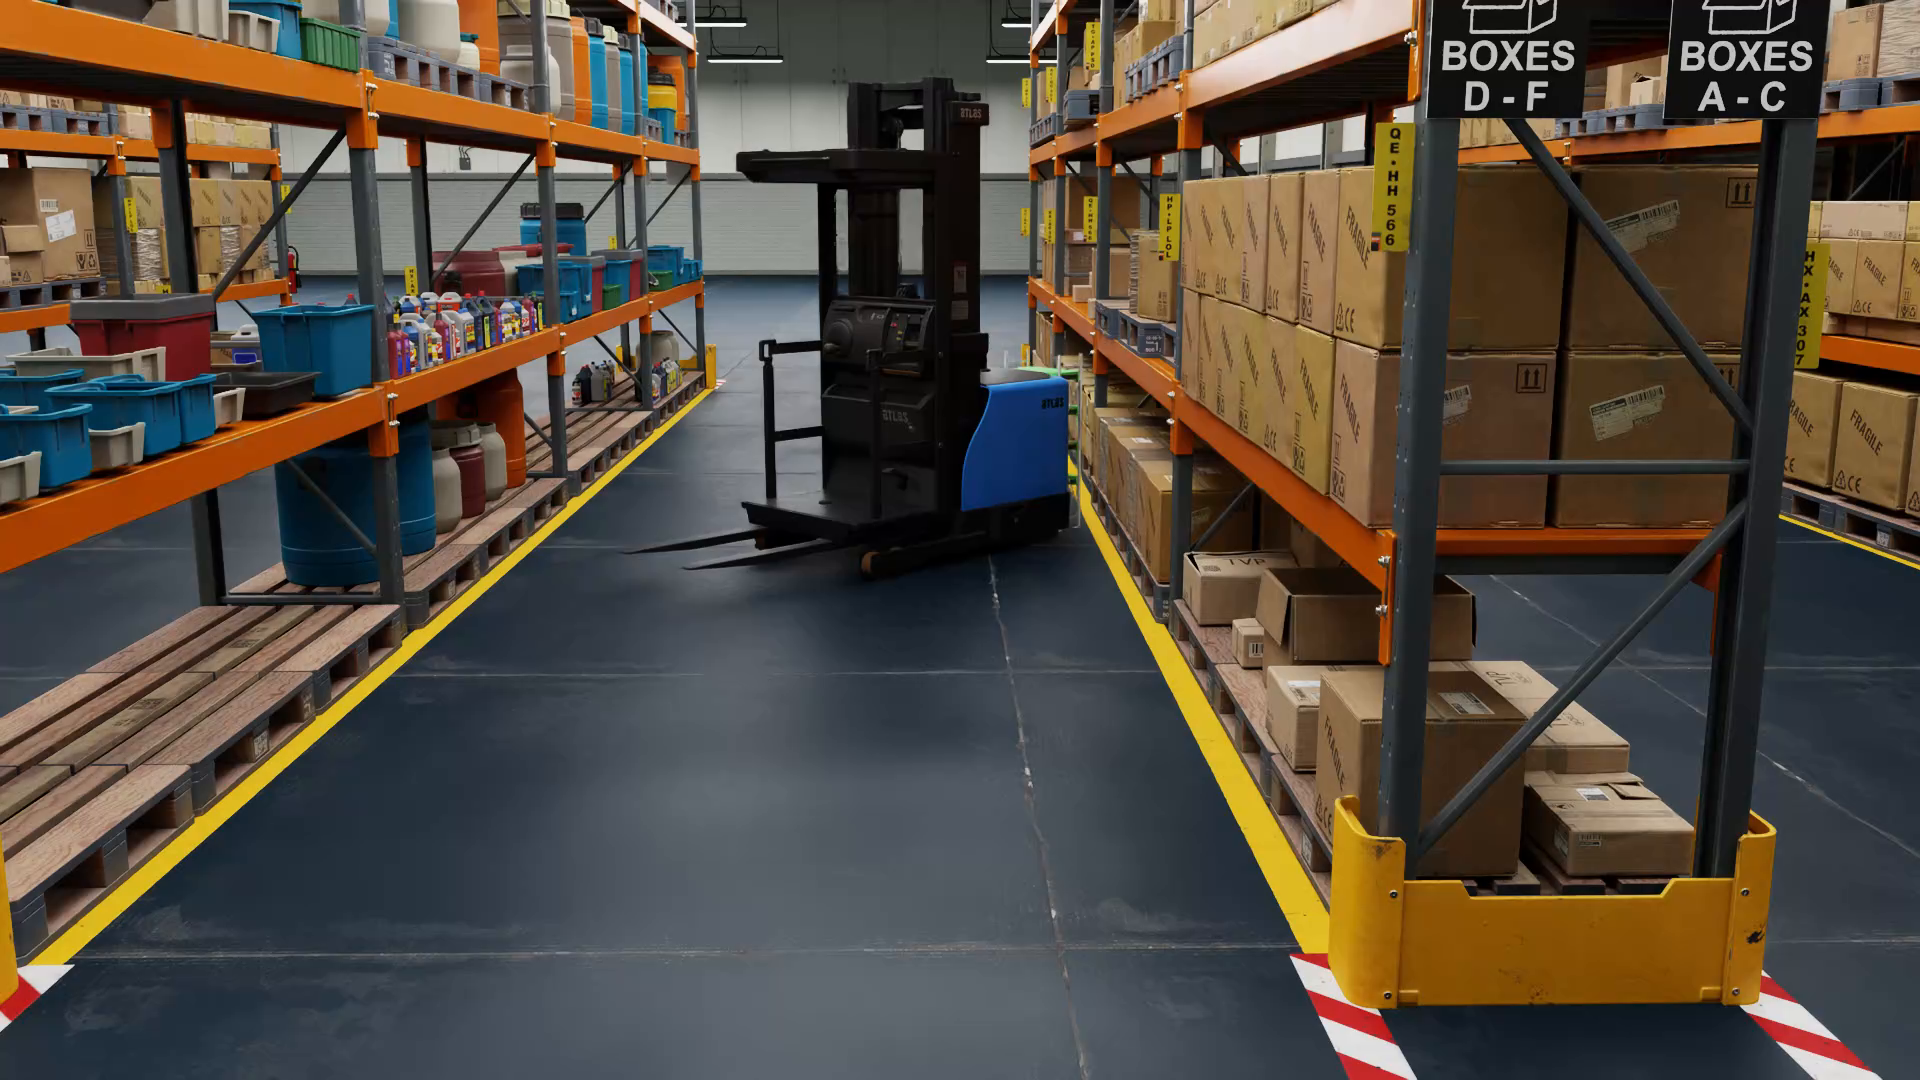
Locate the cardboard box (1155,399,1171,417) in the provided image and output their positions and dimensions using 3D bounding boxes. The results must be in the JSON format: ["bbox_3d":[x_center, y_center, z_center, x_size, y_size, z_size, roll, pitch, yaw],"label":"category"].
[{"bbox_3d":[1.790,-1.015,12.968,0.500,0.311,0.500,0,11,1],"label":"cardboard box"}]

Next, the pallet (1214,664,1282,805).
[{"bbox_3d":[1.632,0.765,6.759,1.003,0.211,1.213,0,11,-1],"label":"pallet"}]

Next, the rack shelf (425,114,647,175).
[{"bbox_3d":[-3.486,-3.272,13.909,1.077,0.370,4.000,0,11,-1],"label":"rack shelf"}]

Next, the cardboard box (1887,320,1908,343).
[{"bbox_3d":[6.290,-1.362,10.812,0.380,0.149,0.250,0,11,0],"label":"cardboard box"}]

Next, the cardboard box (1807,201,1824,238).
[{"bbox_3d":[6.212,-2.273,11.782,0.500,0.250,0.500,0,11,0],"label":"cardboard box"}]

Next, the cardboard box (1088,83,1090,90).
[{"bbox_3d":[1.428,-4.052,15.263,0.500,0.250,0.500,1,12,5],"label":"cardboard box"}]

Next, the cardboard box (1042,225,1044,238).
[{"bbox_3d":[1.147,-3.553,19.145,0.380,0.149,0.250,0,11,-1],"label":"cardboard box"}]

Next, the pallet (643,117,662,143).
[{"bbox_3d":[-3.640,-4.073,16.521,1.213,0.211,1.003,0,11,-1],"label":"pallet"}]

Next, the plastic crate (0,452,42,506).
[{"bbox_3d":[-2.879,-0.182,4.922,0.250,0.136,0.298,0,11,-1],"label":"plastic crate"}]

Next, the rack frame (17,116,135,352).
[{"bbox_3d":[-8.479,-2.532,15.995,1.000,3.000,0.127,0,11,-1],"label":"rack frame"}]

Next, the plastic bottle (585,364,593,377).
[{"bbox_3d":[-3.833,-1.635,17.128,0.144,0.351,0.185,-1,11,-4],"label":"plastic bottle"}]

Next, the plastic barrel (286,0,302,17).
[{"bbox_3d":[-3.584,-2.911,8.788,0.600,0.588,0.600,0,11,0],"label":"plastic barrel"}]

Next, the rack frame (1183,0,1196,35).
[{"bbox_3d":[1.590,-3.922,7.757,1.000,3.000,0.127,0,11,-1],"label":"rack frame"}]

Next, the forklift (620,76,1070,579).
[{"bbox_3d":[-0.663,-1.319,10.189,1.130,2.935,3.031,11,16,44],"label":"forklift"}]

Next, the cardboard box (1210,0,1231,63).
[{"bbox_3d":[1.359,-2.181,7.099,0.500,0.250,0.500,0,11,-1],"label":"cardboard box"}]

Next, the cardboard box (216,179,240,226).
[{"bbox_3d":[-8.280,-3.705,18.262,0.500,0.500,0.500,0,11,-1],"label":"cardboard box"}]

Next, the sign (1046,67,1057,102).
[{"bbox_3d":[0.870,-4.332,15.822,0.100,0.325,0.005,0,11,-1],"label":"sign"}]

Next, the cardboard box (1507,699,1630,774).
[{"bbox_3d":[1.935,0.737,5.692,0.500,0.250,0.500,0,11,-1],"label":"cardboard box"}]

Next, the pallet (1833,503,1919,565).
[{"bbox_3d":[6.423,-0.032,10.687,1.003,0.211,1.213,0,11,-1],"label":"pallet"}]

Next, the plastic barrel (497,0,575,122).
[{"bbox_3d":[-3.245,-3.637,12.637,0.600,0.901,0.600,0,11,0],"label":"plastic barrel"}]

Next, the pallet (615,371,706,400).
[{"bbox_3d":[-3.550,-1.804,19.422,1.003,0.211,1.213,0,11,-1],"label":"pallet"}]

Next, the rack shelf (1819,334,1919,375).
[{"bbox_3d":[6.502,-1.048,10.488,1.077,0.370,4.000,0,11,-1],"label":"rack shelf"}]

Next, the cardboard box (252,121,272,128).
[{"bbox_3d":[-8.244,-4.865,19.326,0.380,0.149,0.250,0,11,-1],"label":"cardboard box"}]

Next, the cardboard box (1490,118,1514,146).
[{"bbox_3d":[6.074,-4.533,18.012,0.500,0.500,0.500,0,11,2],"label":"cardboard box"}]

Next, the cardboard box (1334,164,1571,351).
[{"bbox_3d":[1.389,-0.813,4.755,0.500,0.500,0.500,0,11,-2],"label":"cardboard box"}]

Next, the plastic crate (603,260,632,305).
[{"bbox_3d":[-3.194,-2.326,15.022,0.392,0.384,0.575,0,11,-1],"label":"plastic crate"}]

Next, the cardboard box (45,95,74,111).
[{"bbox_3d":[-8.569,-4.165,15.182,0.797,0.503,0.637,-1,11,-4],"label":"cardboard box"}]

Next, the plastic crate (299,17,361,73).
[{"bbox_3d":[-3.051,-2.245,7.570,0.450,0.188,0.662,0,11,-1],"label":"plastic crate"}]

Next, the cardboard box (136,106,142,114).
[{"bbox_3d":[-8.251,-4.242,16.256,0.380,0.149,0.250,-1,11,-4],"label":"cardboard box"}]

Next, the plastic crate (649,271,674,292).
[{"bbox_3d":[-3.273,-2.719,17.452,0.450,0.188,0.662,0,11,-1],"label":"plastic crate"}]

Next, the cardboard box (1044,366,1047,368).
[{"bbox_3d":[1.171,-1.720,17.853,0.500,0.250,0.500,0,11,-1],"label":"cardboard box"}]

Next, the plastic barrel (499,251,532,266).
[{"bbox_3d":[-3.688,-2.099,13.581,0.421,0.512,0.421,0,11,0],"label":"plastic barrel"}]

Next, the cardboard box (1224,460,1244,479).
[{"bbox_3d":[1.802,-0.175,9.559,0.500,0.500,0.500,0,11,0],"label":"cardboard box"}]

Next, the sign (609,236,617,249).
[{"bbox_3d":[-4.160,-3.482,19.980,0.100,0.325,0.005,0,11,-1],"label":"sign"}]

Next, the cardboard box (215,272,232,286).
[{"bbox_3d":[-8.214,-2.850,18.197,0.380,0.149,0.250,0,11,-1],"label":"cardboard box"}]

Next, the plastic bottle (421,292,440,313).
[{"bbox_3d":[-3.759,-1.609,11.758,0.152,0.276,0.135,0,11,-1],"label":"plastic bottle"}]

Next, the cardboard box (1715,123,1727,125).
[{"bbox_3d":[6.526,-3.586,13.338,0.797,0.503,0.637,1,12,7],"label":"cardboard box"}]

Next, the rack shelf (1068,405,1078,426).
[{"bbox_3d":[0.567,-0.866,11.426,0.480,0.148,0.258,11,16,44],"label":"rack shelf"}]

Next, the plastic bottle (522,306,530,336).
[{"bbox_3d":[-3.021,-1.512,11.468,0.097,0.201,0.097,0,11,0],"label":"plastic bottle"}]

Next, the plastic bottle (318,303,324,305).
[{"bbox_3d":[-3.568,-1.157,9.340,0.144,0.351,0.185,0,11,-1],"label":"plastic bottle"}]

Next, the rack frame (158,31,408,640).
[{"bbox_3d":[-3.362,-0.962,8.257,1.000,3.000,0.127,0,11,-1],"label":"rack frame"}]

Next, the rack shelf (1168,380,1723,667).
[{"bbox_3d":[1.632,-0.231,6.465,1.077,0.370,4.000,0,11,-1],"label":"rack shelf"}]

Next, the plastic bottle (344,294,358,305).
[{"bbox_3d":[-3.731,-1.338,10.235,0.144,0.351,0.185,0,11,-1],"label":"plastic bottle"}]

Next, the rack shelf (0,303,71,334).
[{"bbox_3d":[-8.438,-1.782,14.107,1.077,0.370,4.000,0,11,-1],"label":"rack shelf"}]

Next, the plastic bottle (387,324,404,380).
[{"bbox_3d":[-2.943,-0.979,8.636,0.061,0.283,0.133,0,11,-1],"label":"plastic bottle"}]

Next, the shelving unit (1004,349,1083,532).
[{"bbox_3d":[0.567,-0.694,11.461,0.503,1.200,0.258,11,16,44],"label":"shelving unit"}]

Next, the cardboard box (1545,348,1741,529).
[{"bbox_3d":[1.927,-0.325,4.864,0.500,0.500,0.500,0,11,0],"label":"cardboard box"}]

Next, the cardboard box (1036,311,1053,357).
[{"bbox_3d":[1.143,-2.386,19.248,0.500,0.500,0.500,0,11,-1],"label":"cardboard box"}]

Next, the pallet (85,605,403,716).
[{"bbox_3d":[-3.308,0.551,7.814,1.003,0.211,1.213,0,11,-1],"label":"pallet"}]

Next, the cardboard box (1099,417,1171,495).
[{"bbox_3d":[1.248,-0.572,11.513,0.500,0.500,0.500,-1,11,-3],"label":"cardboard box"}]

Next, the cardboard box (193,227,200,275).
[{"bbox_3d":[-8.513,-3.015,17.376,0.875,0.500,0.500,0,11,-1],"label":"cardboard box"}]

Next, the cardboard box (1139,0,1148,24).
[{"bbox_3d":[1.510,-3.699,11.437,0.500,0.500,0.500,0,11,-1],"label":"cardboard box"}]

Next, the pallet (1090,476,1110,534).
[{"bbox_3d":[1.485,-0.262,11.818,1.003,0.211,1.213,0,11,-1],"label":"pallet"}]

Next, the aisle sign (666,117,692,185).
[{"bbox_3d":[-3.314,-4.637,19.833,0.394,0.787,0.004,0,11,-1],"label":"aisle sign"}]

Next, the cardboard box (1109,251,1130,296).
[{"bbox_3d":[1.457,-2.159,13.906,0.500,0.500,0.500,-1,11,-4],"label":"cardboard box"}]

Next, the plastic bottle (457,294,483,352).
[{"bbox_3d":[-3.018,-1.332,10.205,0.144,0.351,0.185,0,11,-1],"label":"plastic bottle"}]
